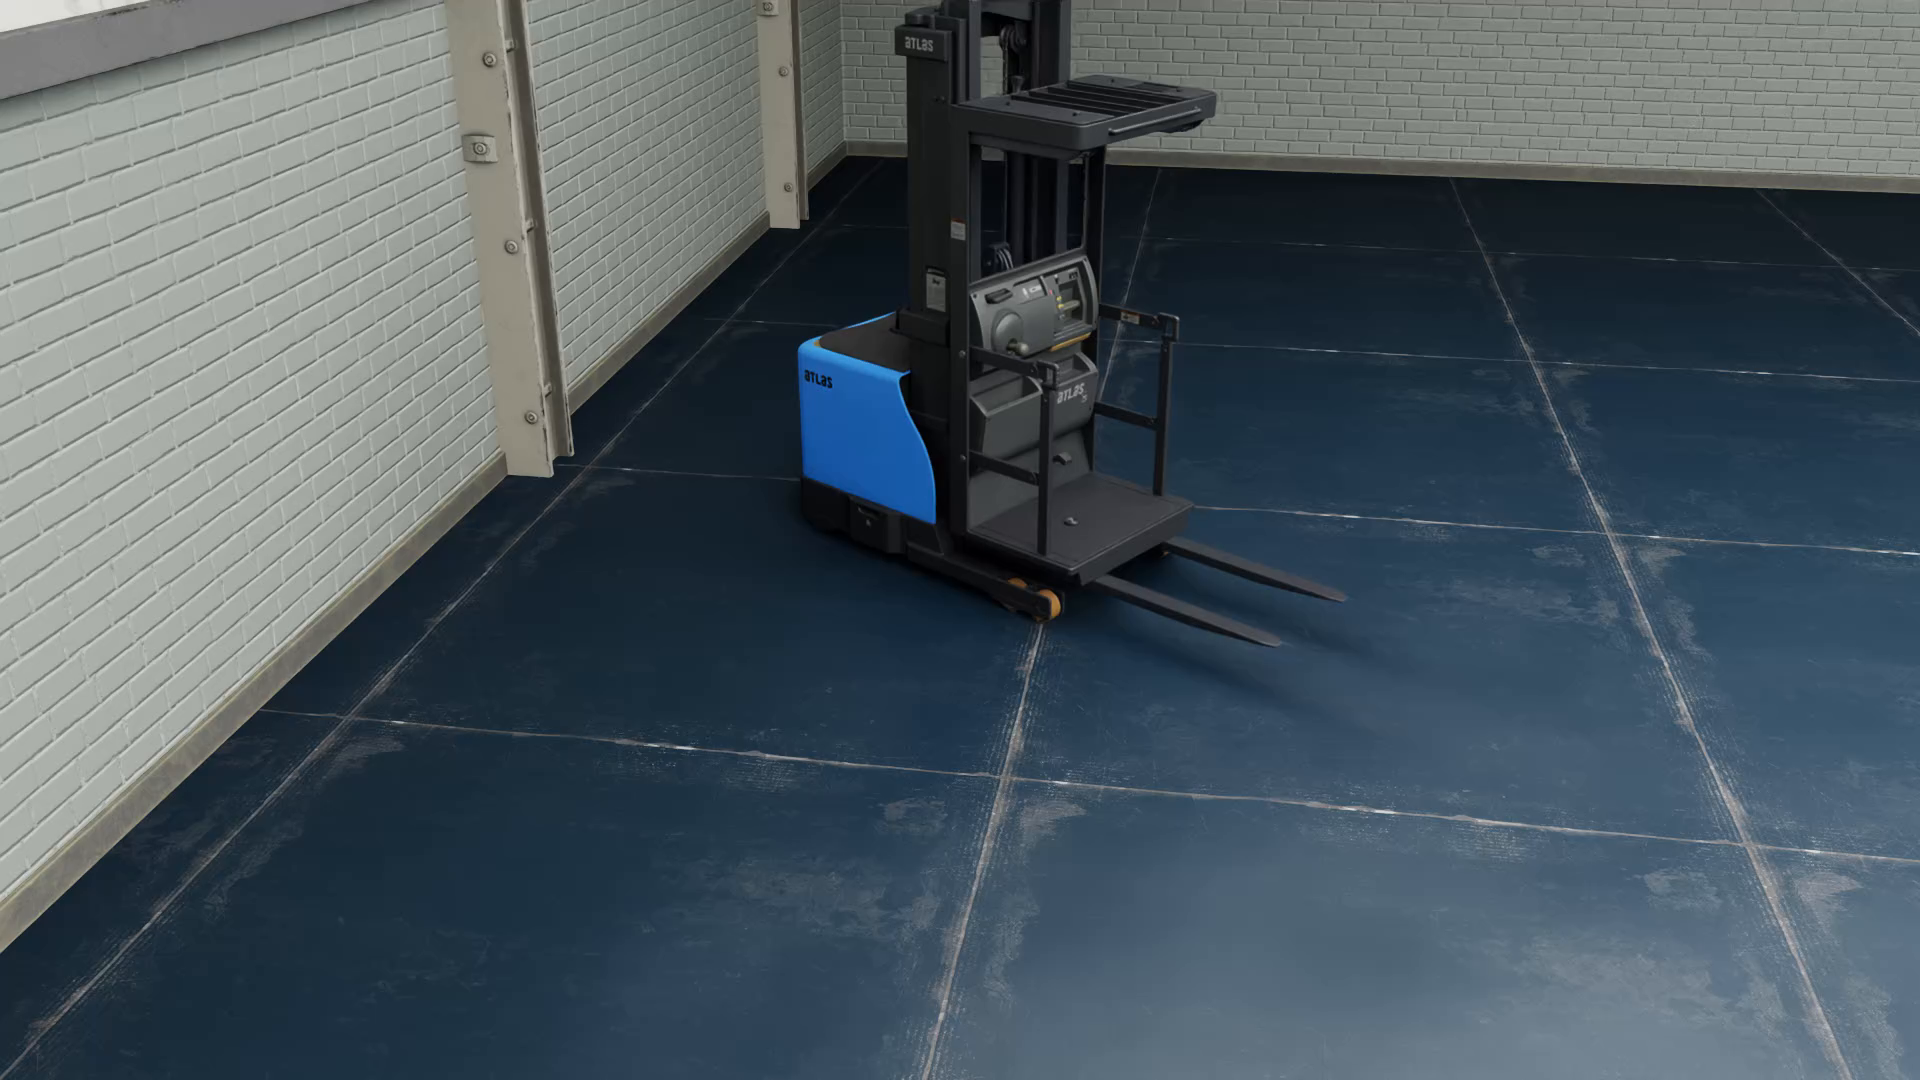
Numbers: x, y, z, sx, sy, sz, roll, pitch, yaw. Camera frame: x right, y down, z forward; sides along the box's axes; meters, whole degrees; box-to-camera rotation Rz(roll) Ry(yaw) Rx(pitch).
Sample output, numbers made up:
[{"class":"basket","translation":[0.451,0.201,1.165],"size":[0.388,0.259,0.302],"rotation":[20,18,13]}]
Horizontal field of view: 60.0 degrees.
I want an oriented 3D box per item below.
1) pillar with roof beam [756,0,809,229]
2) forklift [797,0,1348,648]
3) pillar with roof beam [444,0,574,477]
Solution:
[{"class":"pillar with roof beam","translation":[2.631,-6.759,13.075],"size":[9.100,9.000,0.400],"rotation":[4,25,9]},{"class":"forklift","translation":[0.542,-1.163,8.277],"size":[3.031,2.935,1.130],"rotation":[20,32,37]},{"class":"pillar with roof beam","translation":[1.650,-4.250,7.714],"size":[9.100,9.000,0.400],"rotation":[4,25,9]}]
